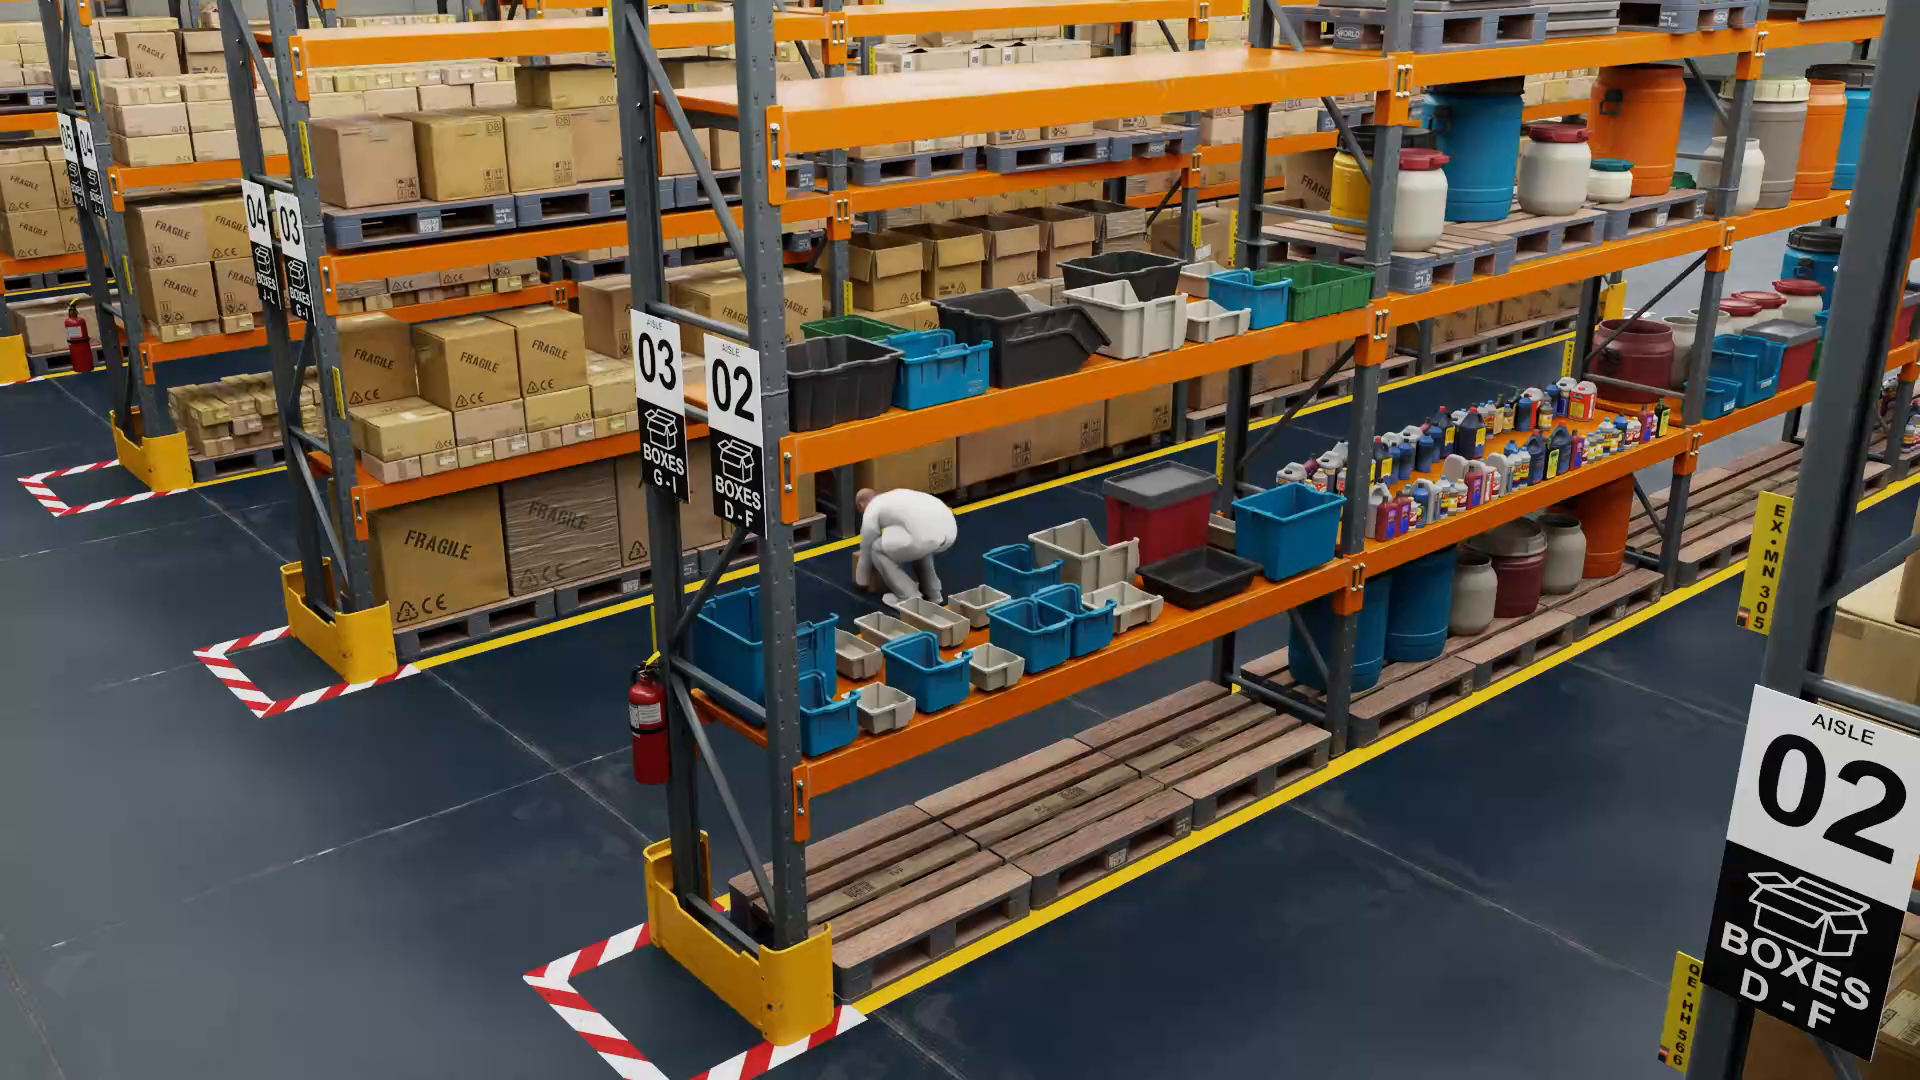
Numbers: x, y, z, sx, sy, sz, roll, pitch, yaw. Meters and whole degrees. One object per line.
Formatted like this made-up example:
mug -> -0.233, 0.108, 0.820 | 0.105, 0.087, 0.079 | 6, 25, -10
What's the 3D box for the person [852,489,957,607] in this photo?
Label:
person -> -0.423, 0.049, 12.333 | 0.582, 0.856, 0.953 | -18, 27, -39
